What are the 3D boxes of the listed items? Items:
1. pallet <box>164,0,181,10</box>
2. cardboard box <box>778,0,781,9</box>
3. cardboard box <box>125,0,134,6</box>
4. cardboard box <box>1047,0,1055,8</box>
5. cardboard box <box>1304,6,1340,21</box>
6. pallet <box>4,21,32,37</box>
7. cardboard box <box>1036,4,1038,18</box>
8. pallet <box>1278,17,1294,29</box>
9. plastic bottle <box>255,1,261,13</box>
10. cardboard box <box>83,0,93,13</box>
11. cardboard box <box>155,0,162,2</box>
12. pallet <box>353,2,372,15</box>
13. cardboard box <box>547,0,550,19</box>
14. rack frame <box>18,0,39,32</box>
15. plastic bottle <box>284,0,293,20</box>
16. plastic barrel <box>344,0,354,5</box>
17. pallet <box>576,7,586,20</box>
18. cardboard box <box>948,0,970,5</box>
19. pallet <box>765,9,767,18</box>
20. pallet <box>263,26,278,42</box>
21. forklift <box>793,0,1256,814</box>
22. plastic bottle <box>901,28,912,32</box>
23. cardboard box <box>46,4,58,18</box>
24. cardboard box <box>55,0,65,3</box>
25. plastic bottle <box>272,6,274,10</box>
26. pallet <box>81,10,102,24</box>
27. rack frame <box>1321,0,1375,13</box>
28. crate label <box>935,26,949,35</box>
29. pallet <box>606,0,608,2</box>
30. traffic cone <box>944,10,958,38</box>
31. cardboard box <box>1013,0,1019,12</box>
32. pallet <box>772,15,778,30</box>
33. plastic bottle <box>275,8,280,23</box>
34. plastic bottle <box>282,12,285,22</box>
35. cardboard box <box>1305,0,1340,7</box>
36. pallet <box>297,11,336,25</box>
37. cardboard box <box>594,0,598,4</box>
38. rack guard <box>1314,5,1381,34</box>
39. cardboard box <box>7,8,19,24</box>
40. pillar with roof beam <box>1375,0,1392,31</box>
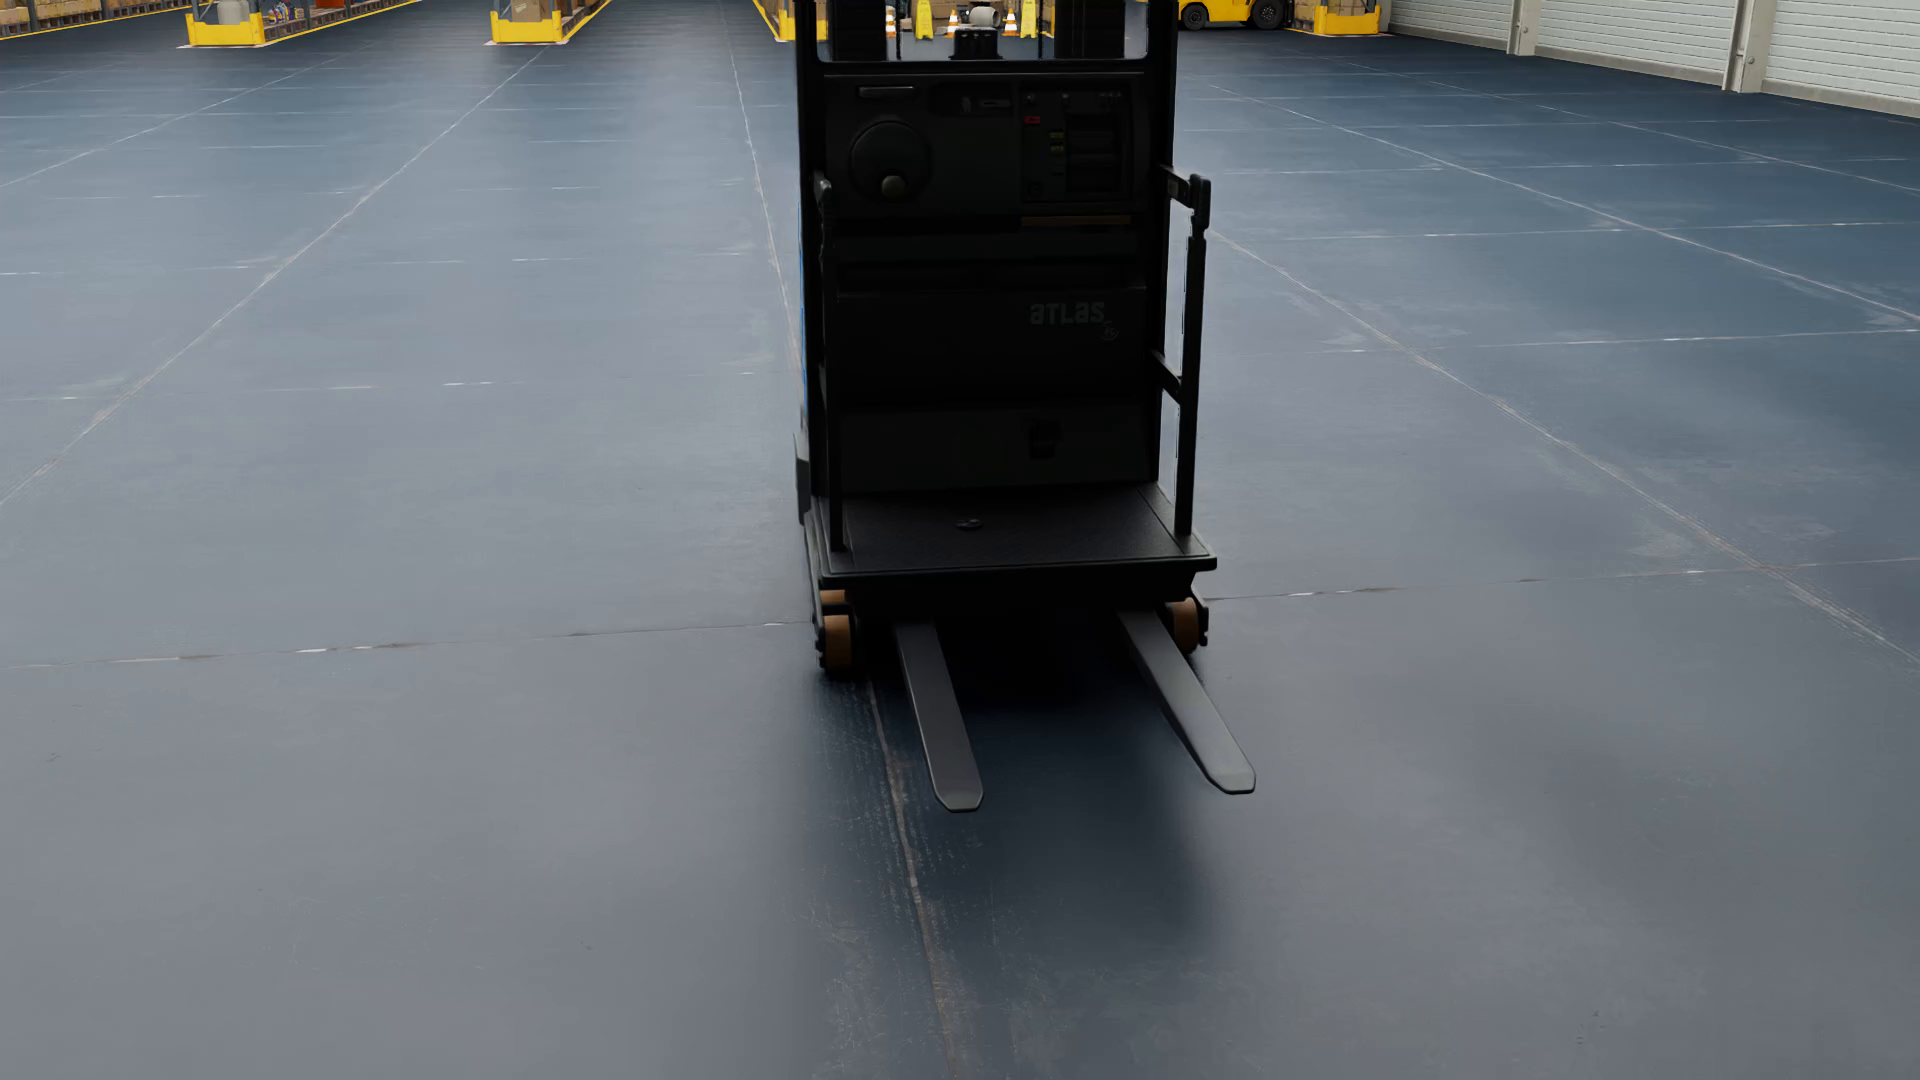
[{"bbox_3d":[-19.164,-12.682,39.371,1.003,0.211,1.213,-3,21,-8],"label":"pallet"},{"bbox_3d":[-2.902,-10.047,30.766,0.875,0.875,0.875,-3,21,-9],"label":"cardboard box"},{"bbox_3d":[-18.421,-11.928,36.309,0.500,0.500,0.500,-3,21,-8],"label":"cardboard box"},{"bbox_3d":[1.900,-10.119,30.779,0.500,0.500,0.500,-3,21,-7],"label":"cardboard box"},{"bbox_3d":[6.804,-9.901,31.269,0.500,0.250,0.500,-3,21,-7],"label":"cardboard box"},{"bbox_3d":[-17.840,-9.397,30.575,1.003,0.211,1.213,-3,21,-8],"label":"pallet"},{"bbox_3d":[1.743,-10.130,31.881,0.500,0.250,0.500,-4,21,-10],"label":"cardboard box"},{"bbox_3d":[6.860,-10.224,32.788,1.003,0.211,1.213,-3,21,-8],"label":"pallet"},{"bbox_3d":[-13.163,-9.902,31.097,0.144,0.351,0.185,-3,21,-8],"label":"plastic bottle"},{"bbox_3d":[-18.095,-10.927,34.014,0.500,0.250,0.500,-3,21,-8],"label":"cardboard box"},{"bbox_3d":[-18.712,-12.630,38.188,0.500,0.500,0.500,-3,21,-8],"label":"cardboard box"},{"bbox_3d":[-13.915,-12.001,37.545,1.003,0.211,1.213,-3,21,-8],"label":"pallet"},{"bbox_3d":[-7.727,-9.543,29.951,0.500,0.500,0.500,2,21,6],"label":"cardboard box"},{"bbox_3d":[-17.913,-10.981,30.830,1.000,3.000,0.127,-3,21,-8],"label":"rack frame"},{"bbox_3d":[-12.605,-9.920,31.146,0.144,0.351,0.185,-4,21,-10],"label":"plastic bottle"},{"bbox_3d":[-13.838,-12.241,37.050,0.600,0.588,0.708,-3,21,-8],"label":"plastic barrel"},{"bbox_3d":[-8.575,-11.288,35.636,1.003,0.211,1.213,-3,21,-8],"label":"pallet"},{"bbox_3d":[-0.060,-11.063,33.539,0.500,0.500,0.500,-3,21,-8],"label":"cardboard box"},{"bbox_3d":[-3.724,-11.497,36.196,1.003,0.211,1.213,-3,21,-8],"label":"pallet"},{"bbox_3d":[-12.604,-8.844,29.094,1.003,0.211,1.213,-3,21,-8],"label":"pallet"},{"bbox_3d":[0.110,-1.128,4.547,1.130,2.935,3.031,-3,21,-7],"label":"forklift"},{"bbox_3d":[-1.033,-9.662,31.498,0.133,0.061,0.283,-11,23,-26],"label":"plastic bottle"},{"bbox_3d":[-17.798,-10.219,32.119,0.500,0.250,0.500,-2,21,-6],"label":"cardboard box"},{"bbox_3d":[-17.869,-10.661,32.501,0.500,0.311,0.500,-4,21,-10],"label":"cardboard box"},{"bbox_3d":[-12.644,-9.715,30.693,0.061,0.283,0.133,-3,21,-8],"label":"plastic bottle"},{"bbox_3d":[-18.410,-10.773,34.258,1.003,0.211,1.213,-3,21,-8],"label":"pallet"},{"bbox_3d":[7.185,-10.846,30.469,1.000,3.000,0.127,-3,21,-8],"label":"rack frame"},{"bbox_3d":[-0.289,-9.433,30.775,0.250,0.136,0.298,-15,25,-35],"label":"crate label"},{"bbox_3d":[-9.647,-14.055,43.046,1.003,0.211,1.213,-3,21,-8],"label":"pallet"},{"bbox_3d":[-0.114,-9.316,29.998,0.336,0.463,0.334,-3,21,-8],"label":"traffic cone"},{"bbox_3d":[1.619,-11.127,34.375,0.950,0.372,0.625,-3,21,-7],"label":"cardboard box"},{"bbox_3d":[-3.155,-10.121,32.513,1.003,0.211,1.213,-3,21,-8],"label":"pallet"},{"bbox_3d":[-12.437,-9.535,30.229,0.097,0.271,0.097,0,20,0],"label":"plastic bottle"},{"bbox_3d":[-12.495,-9.642,30.616,0.097,0.201,0.097,0,20,0],"label":"plastic bottle"},{"bbox_3d":[6.805,-10.142,31.198,0.500,0.250,0.500,-3,21,-8],"label":"cardboard box"},{"bbox_3d":[-13.342,-10.617,33.840,1.003,0.211,1.213,-3,21,-8],"label":"pallet"},{"bbox_3d":[-8.886,-12.615,37.641,1.225,0.875,0.875,-3,21,-8],"label":"cardboard box"},{"bbox_3d":[7.188,-9.667,30.884,1.175,0.500,0.348,-3,21,-8],"label":"rack guard"},{"bbox_3d":[-17.568,-9.567,30.373,0.500,0.250,0.500,-3,21,-8],"label":"cardboard box"},{"bbox_3d":[3.716,-13.726,29.605,9.100,9.000,0.400,-3,21,-8],"label":"pillar with roof beam"}]
